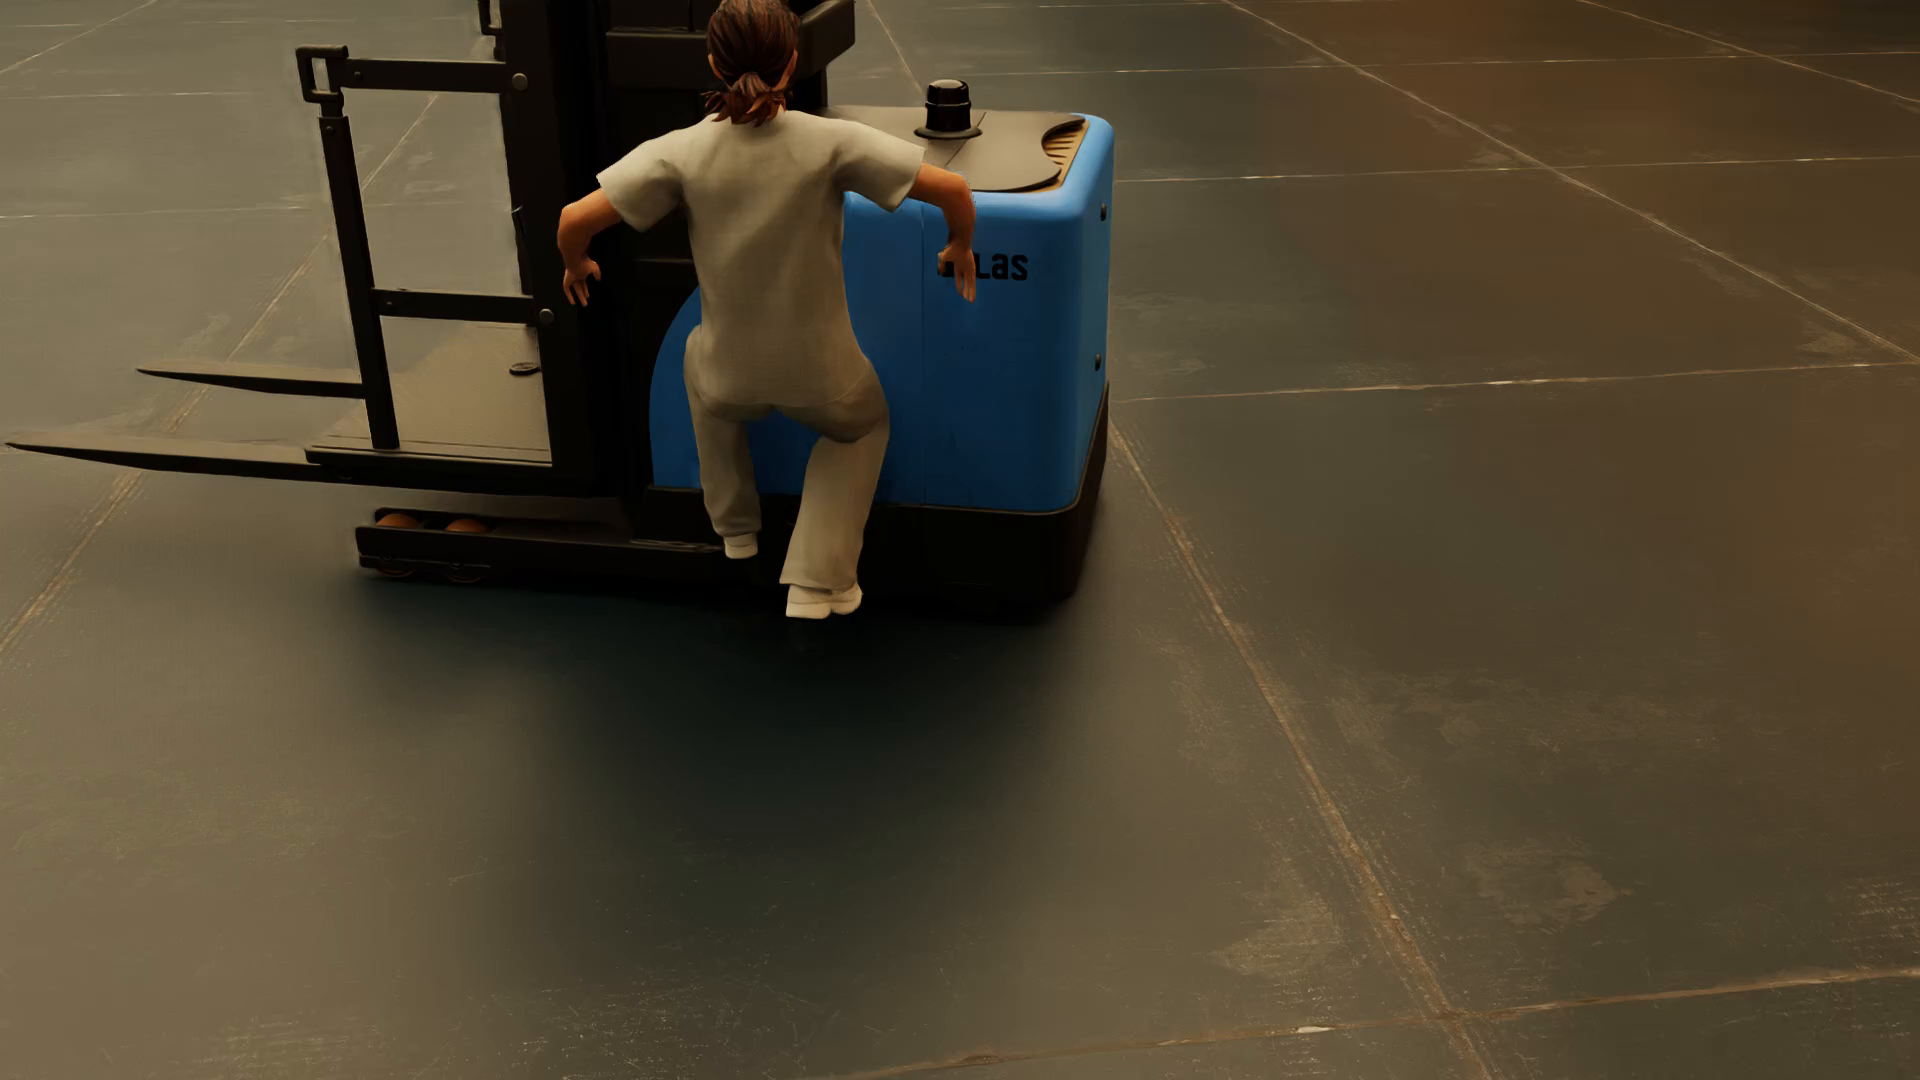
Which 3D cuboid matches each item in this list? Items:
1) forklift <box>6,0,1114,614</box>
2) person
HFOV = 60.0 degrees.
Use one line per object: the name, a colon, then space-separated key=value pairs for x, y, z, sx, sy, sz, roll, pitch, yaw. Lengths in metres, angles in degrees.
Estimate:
forklift: x=-1.130 y=-1.427 z=4.192 sx=3.031 sy=2.935 sz=1.130 roll=4 pitch=26 yaw=9
person: x=-0.414 y=-0.513 z=3.755 sx=0.915 sy=1.458 sz=0.723 roll=2 pitch=26 yaw=4
